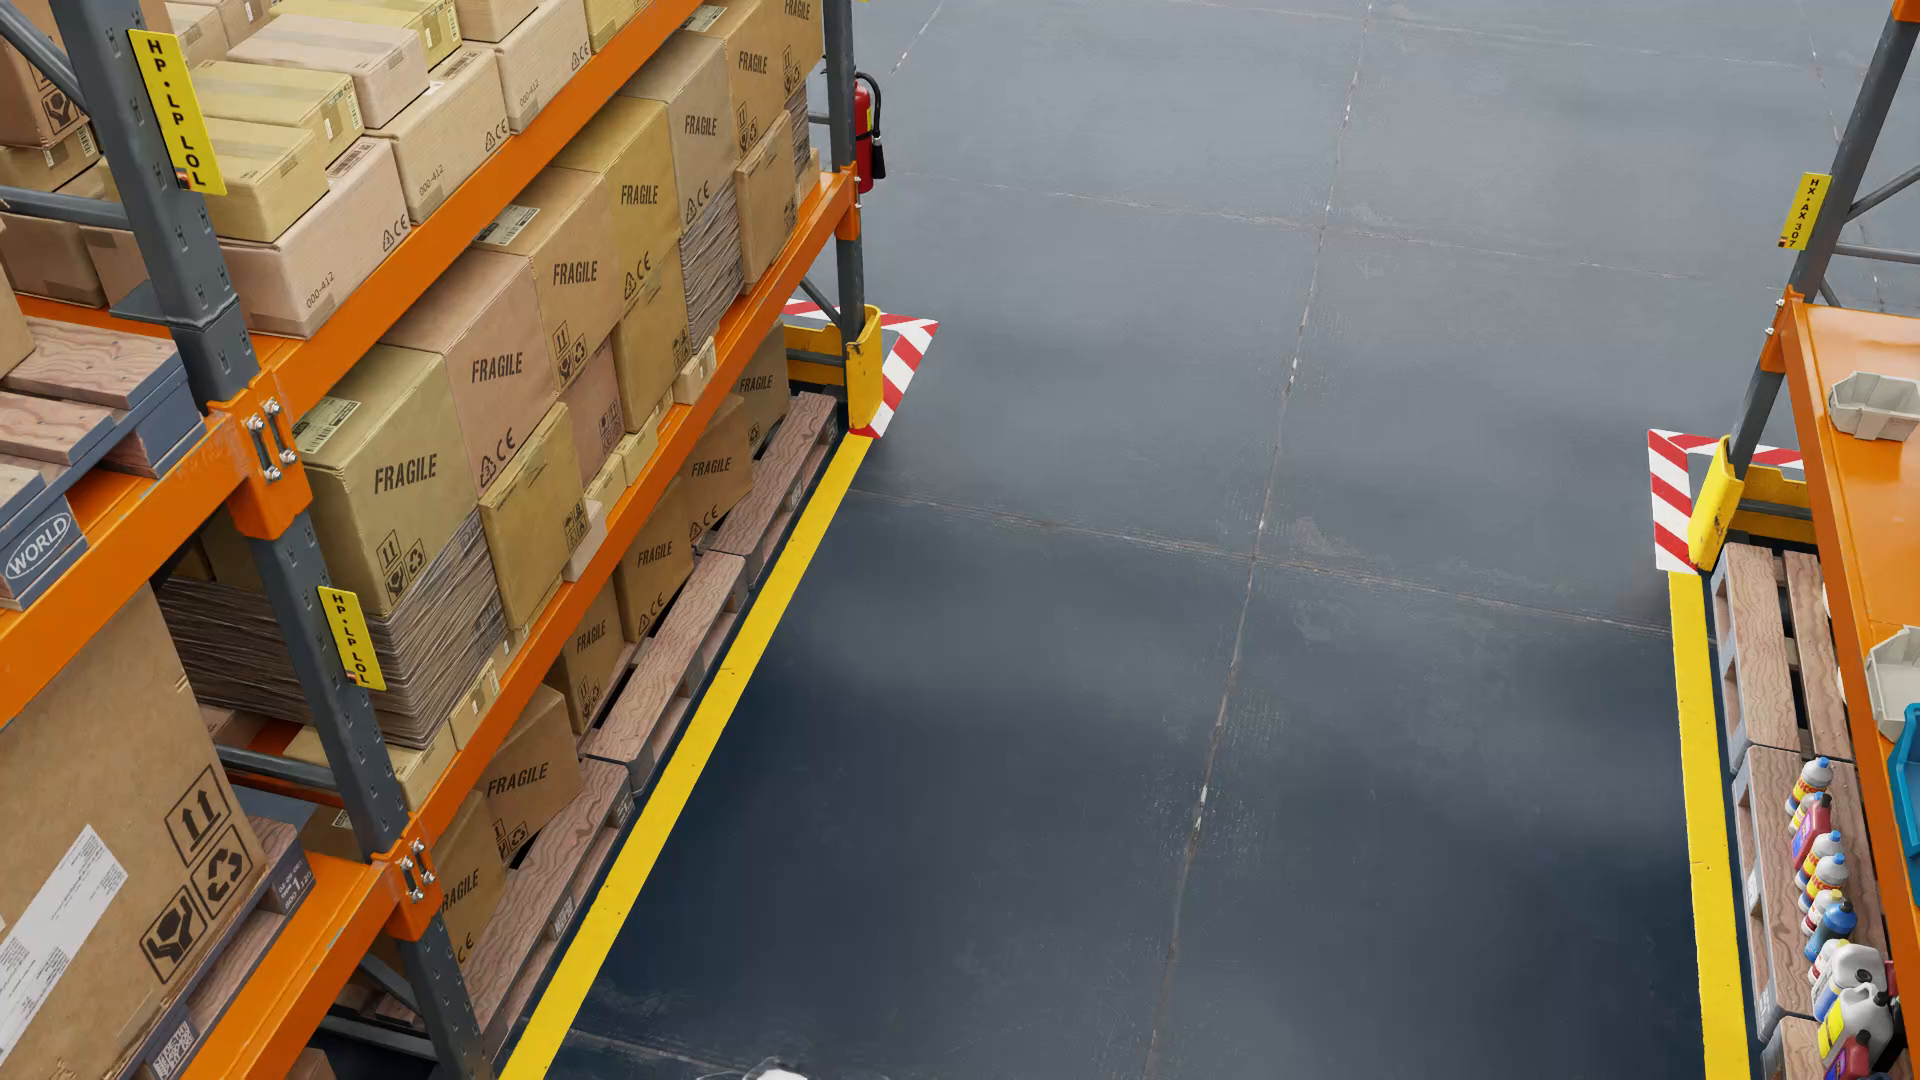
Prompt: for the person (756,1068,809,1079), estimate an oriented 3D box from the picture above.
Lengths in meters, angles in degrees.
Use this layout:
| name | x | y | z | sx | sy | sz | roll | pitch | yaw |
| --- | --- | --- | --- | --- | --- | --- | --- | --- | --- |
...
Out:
| name | x | y | z | sx | sy | sz | roll | pitch | yaw |
| --- | --- | --- | --- | --- | --- | --- | --- | --- | --- |
| person | -0.374 | 1.843 | 4.006 | 0.592 | 1.831 | 0.649 | -4 | 41 | -5 |
